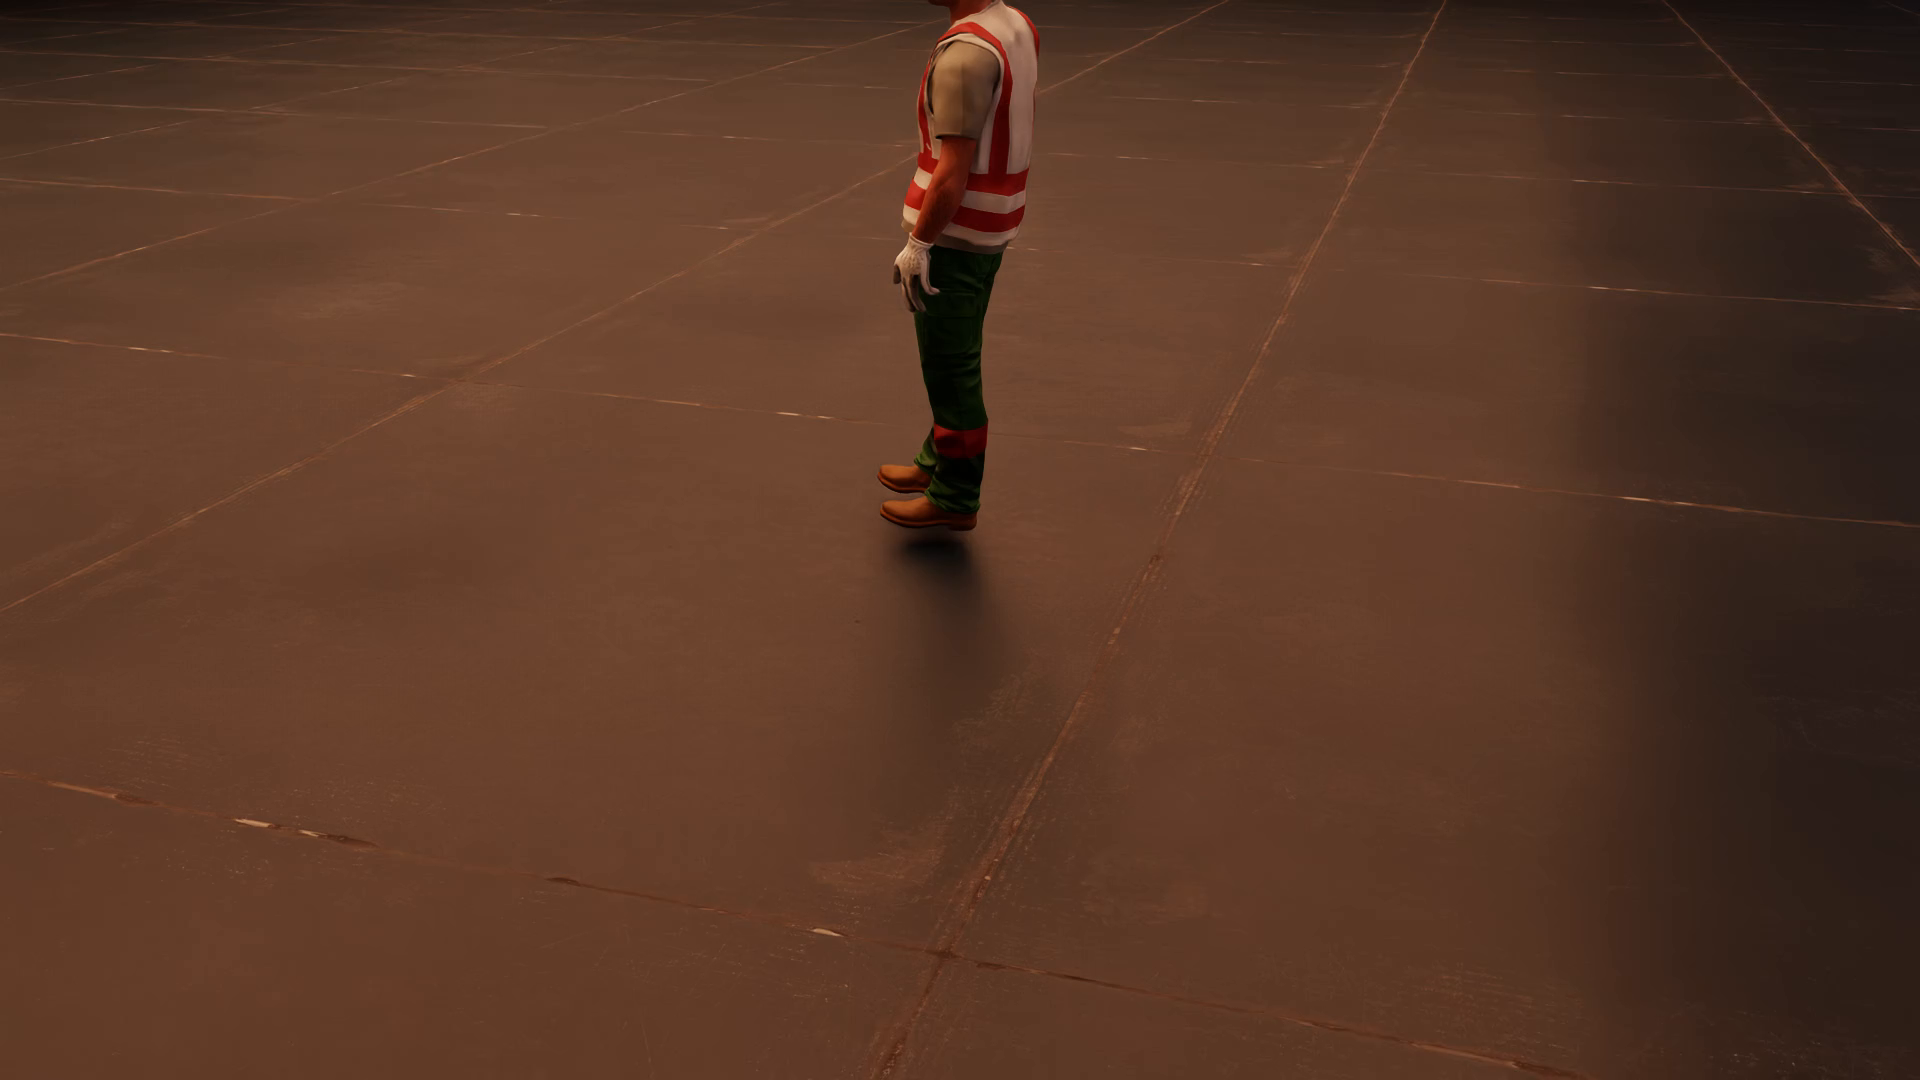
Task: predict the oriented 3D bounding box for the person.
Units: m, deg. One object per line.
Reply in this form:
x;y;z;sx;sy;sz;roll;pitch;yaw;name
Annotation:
-0.073;-0.885;4.794;0.561;1.789;0.637;7;23;16;person
